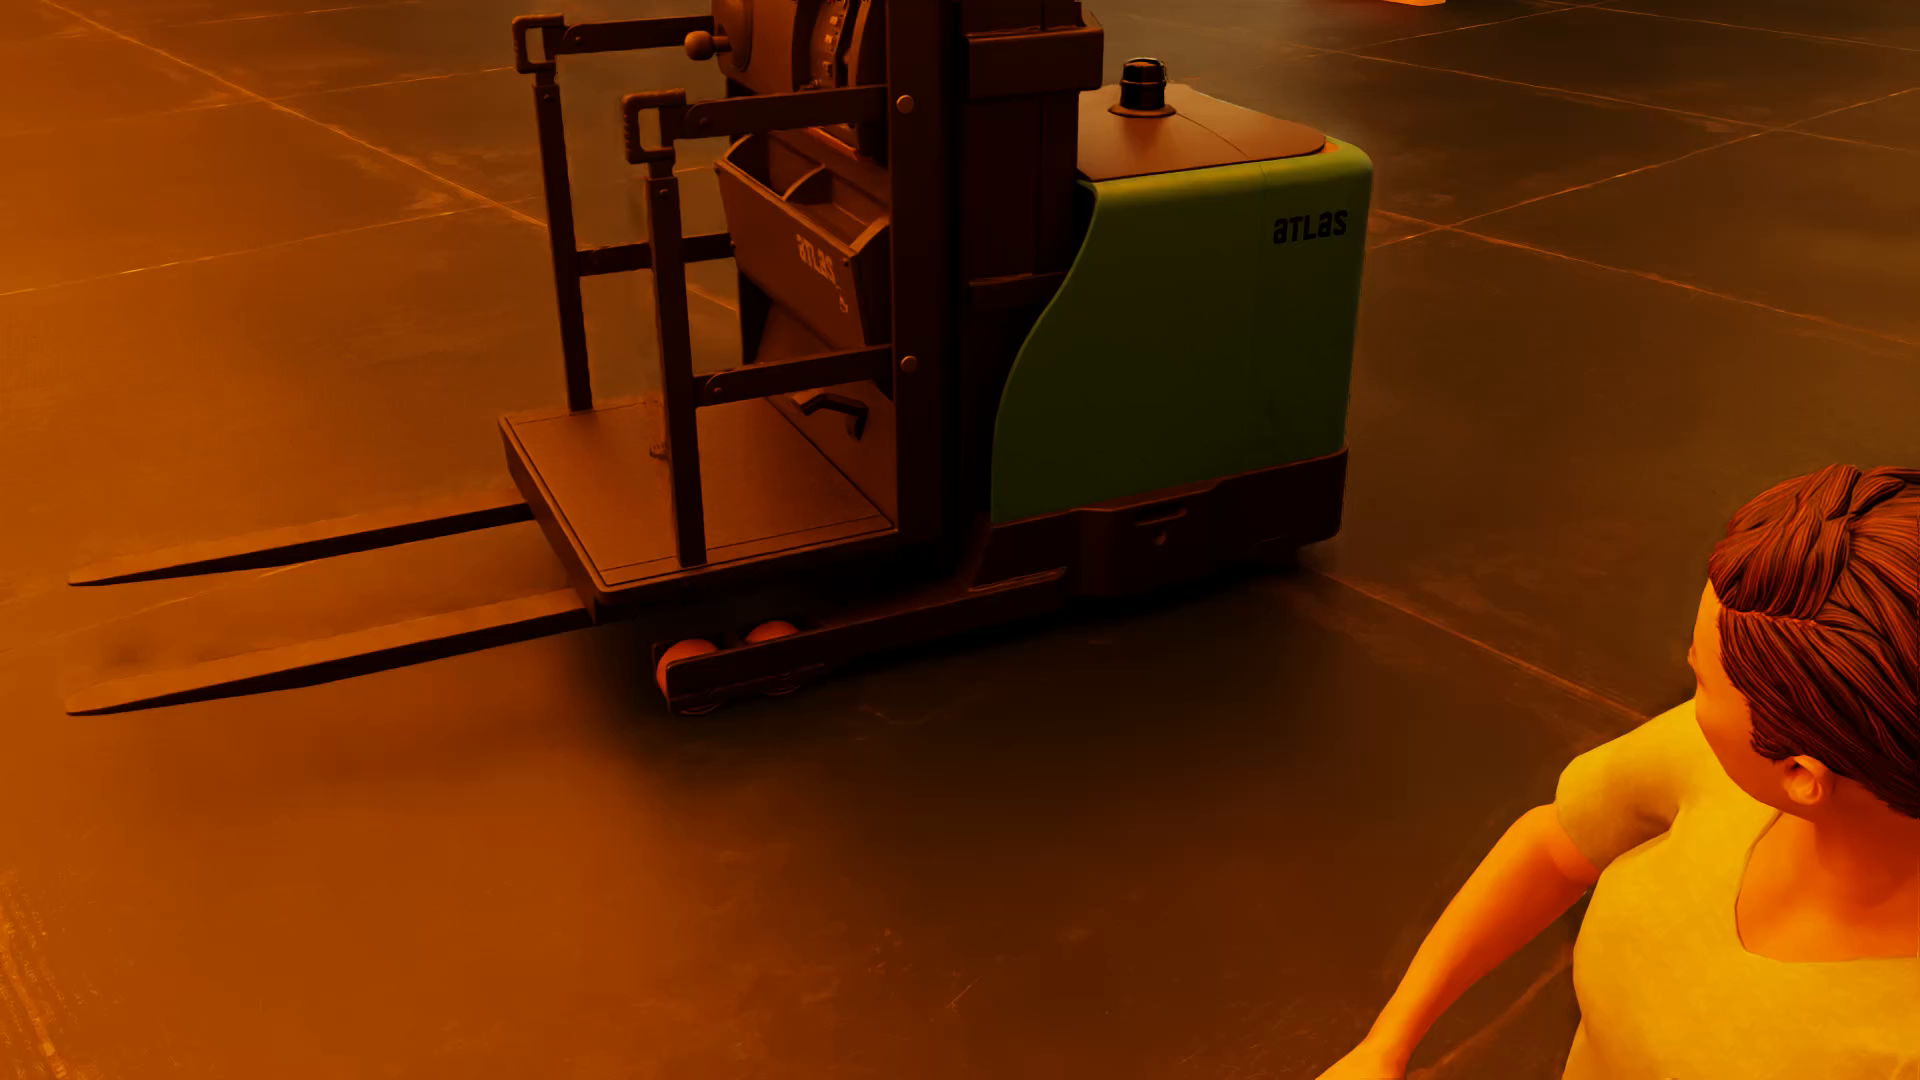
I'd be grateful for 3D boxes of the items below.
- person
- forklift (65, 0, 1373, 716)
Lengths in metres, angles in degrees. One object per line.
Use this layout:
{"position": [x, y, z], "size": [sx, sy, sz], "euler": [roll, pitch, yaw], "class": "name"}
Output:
{"position": [0.547, 0.688, 1.322], "size": [0.473, 1.620, 0.660], "euler": [-11, 29, -22], "class": "person"}
{"position": [-0.551, -1.190, 3.601], "size": [3.031, 2.935, 1.130], "euler": [-12, 29, -23], "class": "forklift"}
